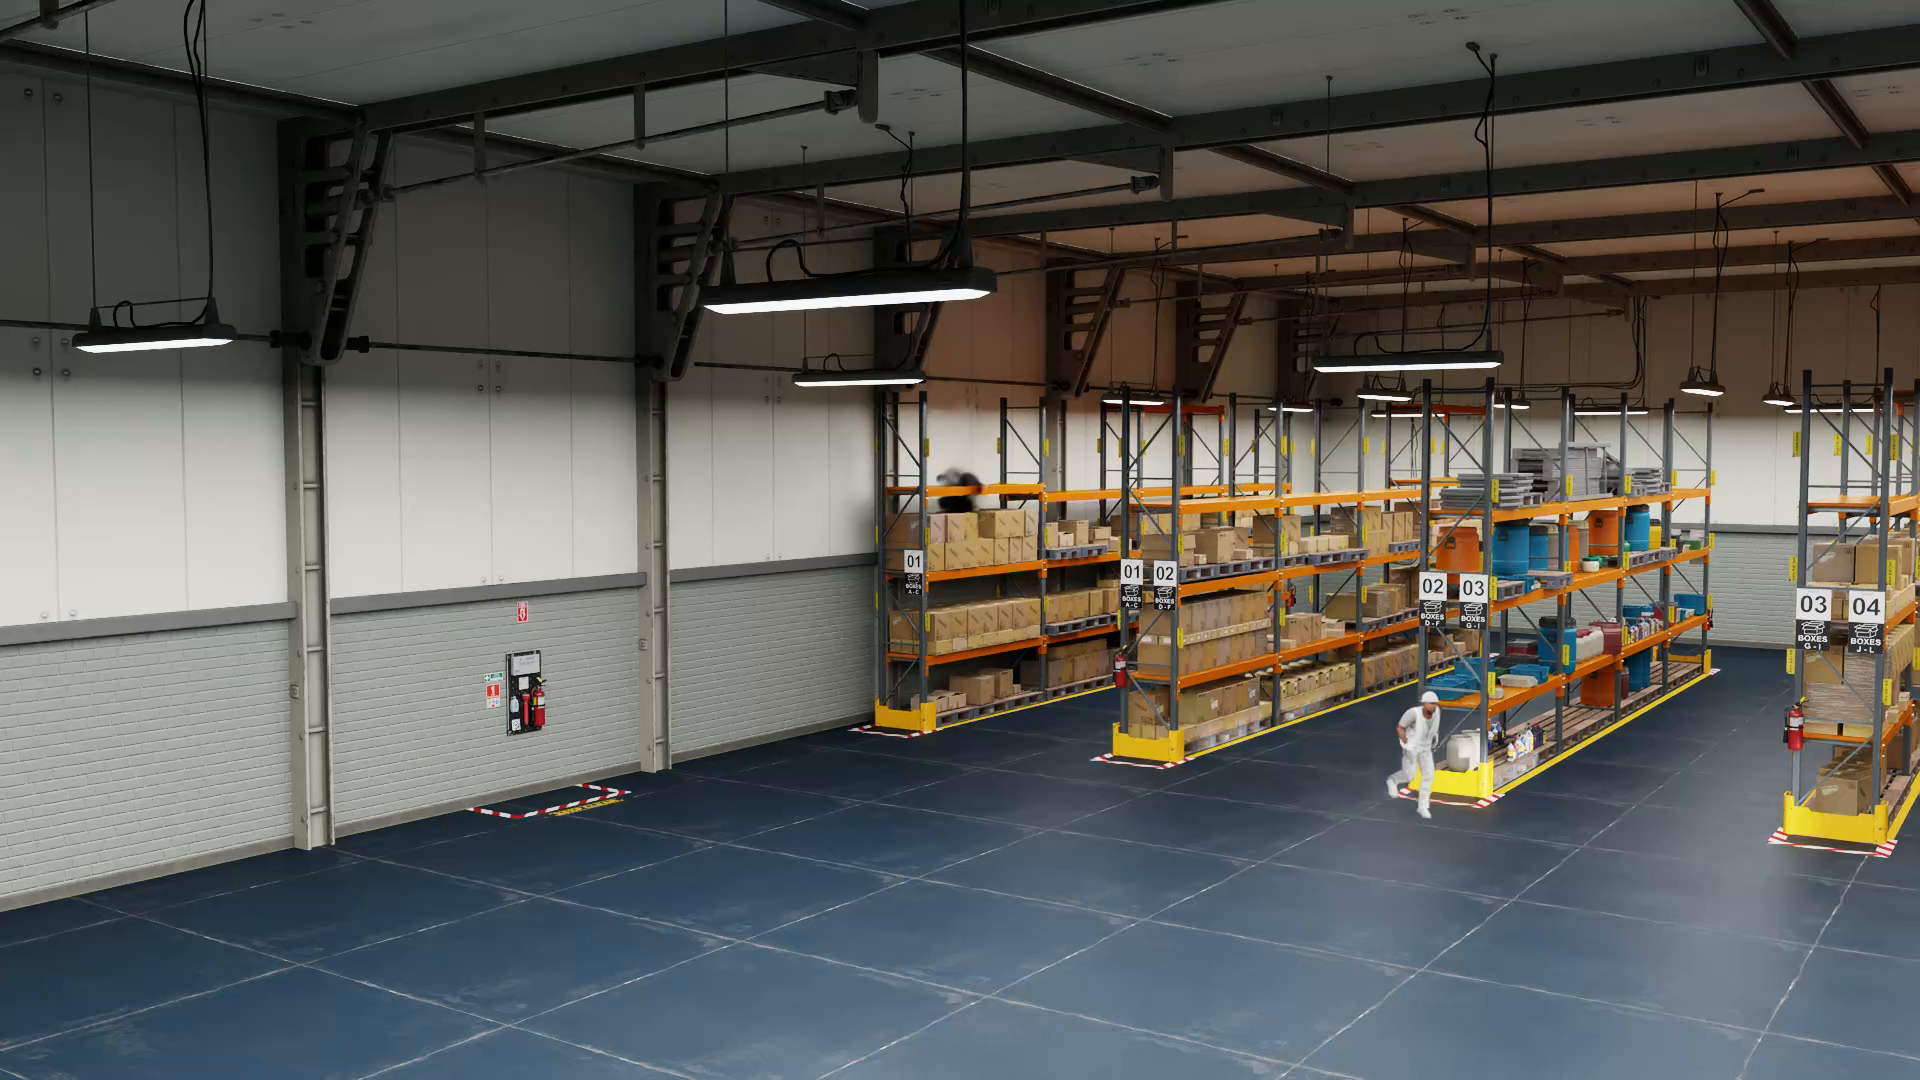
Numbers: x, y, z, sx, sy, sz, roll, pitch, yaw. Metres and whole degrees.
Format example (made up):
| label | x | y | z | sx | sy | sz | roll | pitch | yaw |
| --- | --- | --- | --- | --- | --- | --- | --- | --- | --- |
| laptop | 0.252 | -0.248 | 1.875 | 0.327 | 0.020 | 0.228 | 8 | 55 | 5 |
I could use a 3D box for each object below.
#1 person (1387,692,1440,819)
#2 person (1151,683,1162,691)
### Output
| label | x | y | z | sx | sy | sz | roll | pitch | yaw |
| --- | --- | --- | --- | --- | --- | --- | --- | --- | --- |
| person | 6.239 | 2.896 | 22.874 | 0.700 | 1.728 | 1.014 | -2 | 4 | -25 |
| person | 3.898 | 2.296 | 32.372 | 0.662 | 1.583 | 0.933 | 1 | 3 | 24 |
